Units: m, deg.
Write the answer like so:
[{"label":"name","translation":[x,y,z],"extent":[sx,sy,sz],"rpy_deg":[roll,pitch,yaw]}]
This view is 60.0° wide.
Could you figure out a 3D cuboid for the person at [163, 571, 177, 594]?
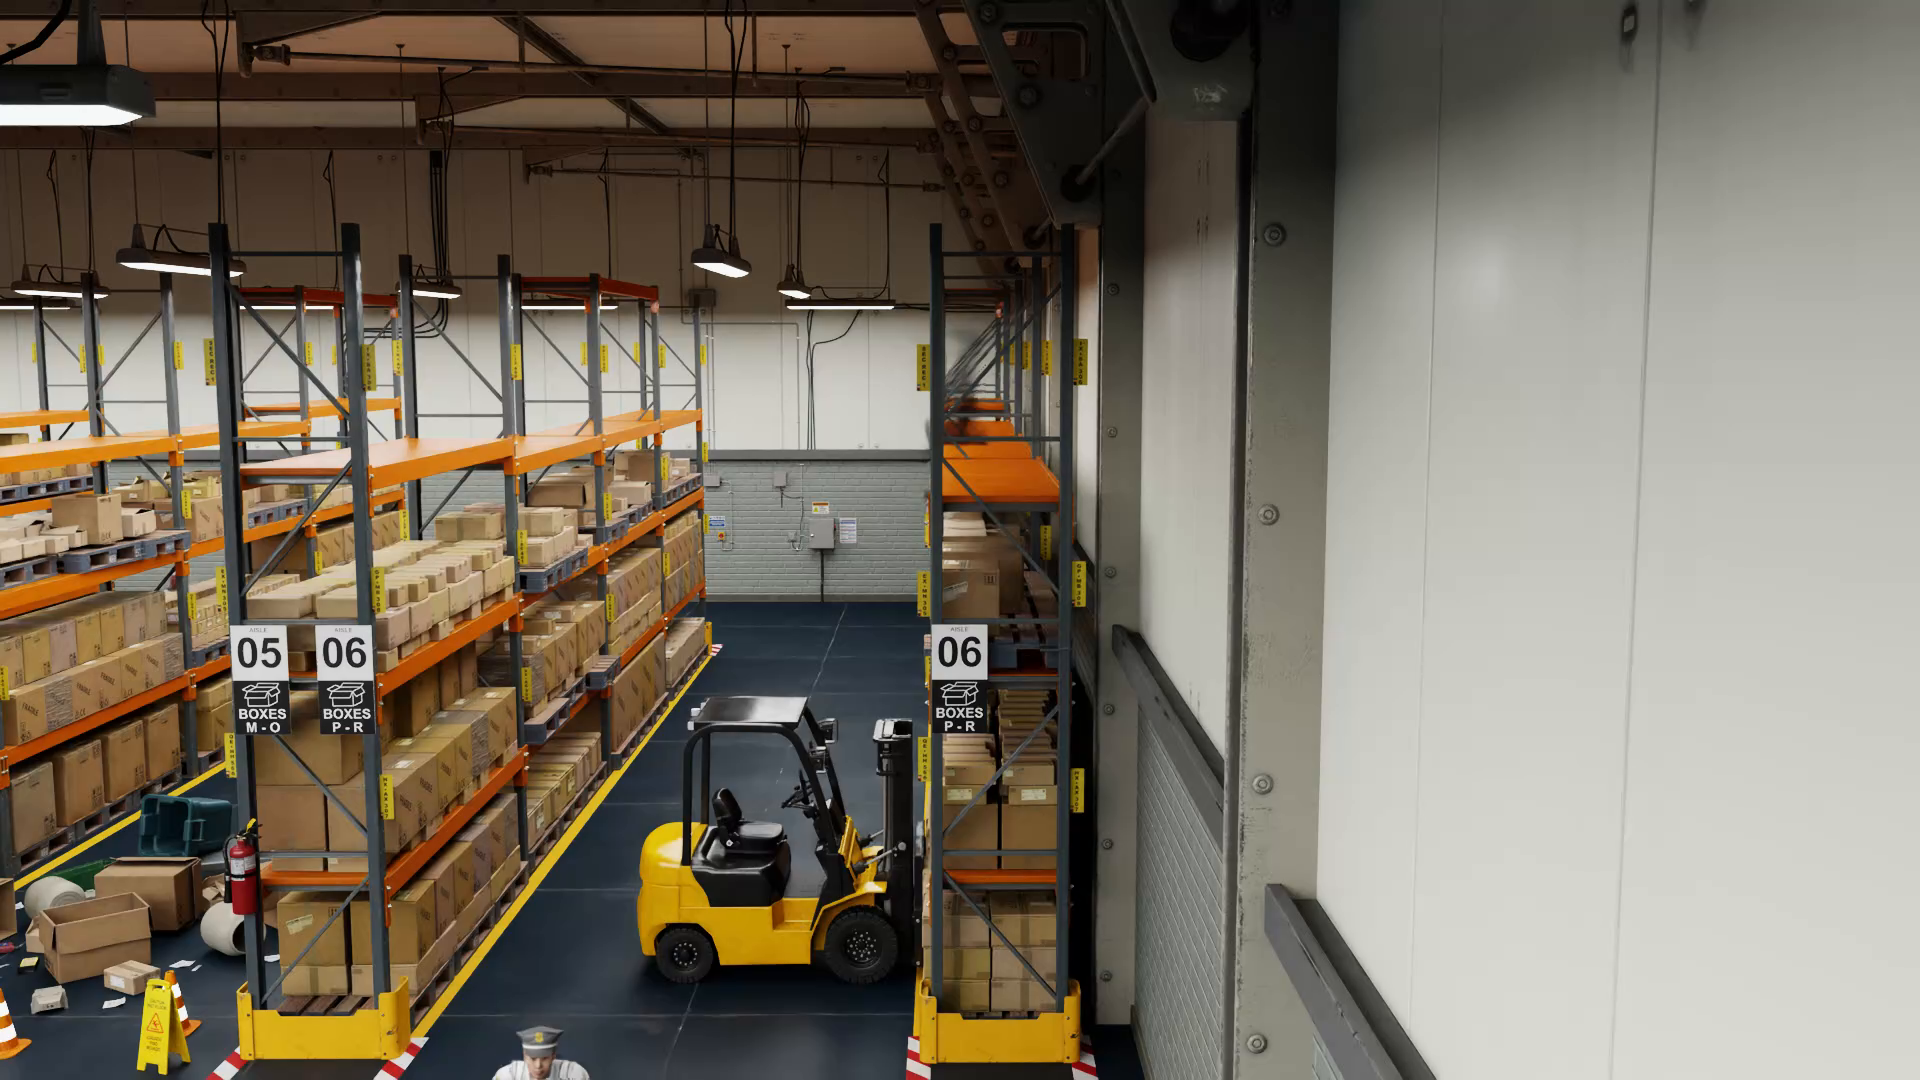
[{"label":"person","translation":[-12.145,1.307,25.840],"extent":[0.661,1.731,0.585],"rpy_deg":[0,7,0]}]

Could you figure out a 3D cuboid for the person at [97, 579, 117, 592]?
[{"label":"person","translation":[-15.007,0.983,29.073],"extent":[0.794,1.616,0.540],"rpy_deg":[2,7,17]}]

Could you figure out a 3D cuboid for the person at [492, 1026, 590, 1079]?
[{"label":"person","translation":[-2.266,3.338,9.062],"extent":[0.608,1.620,0.691],"rpy_deg":[-2,7,-13]}]
